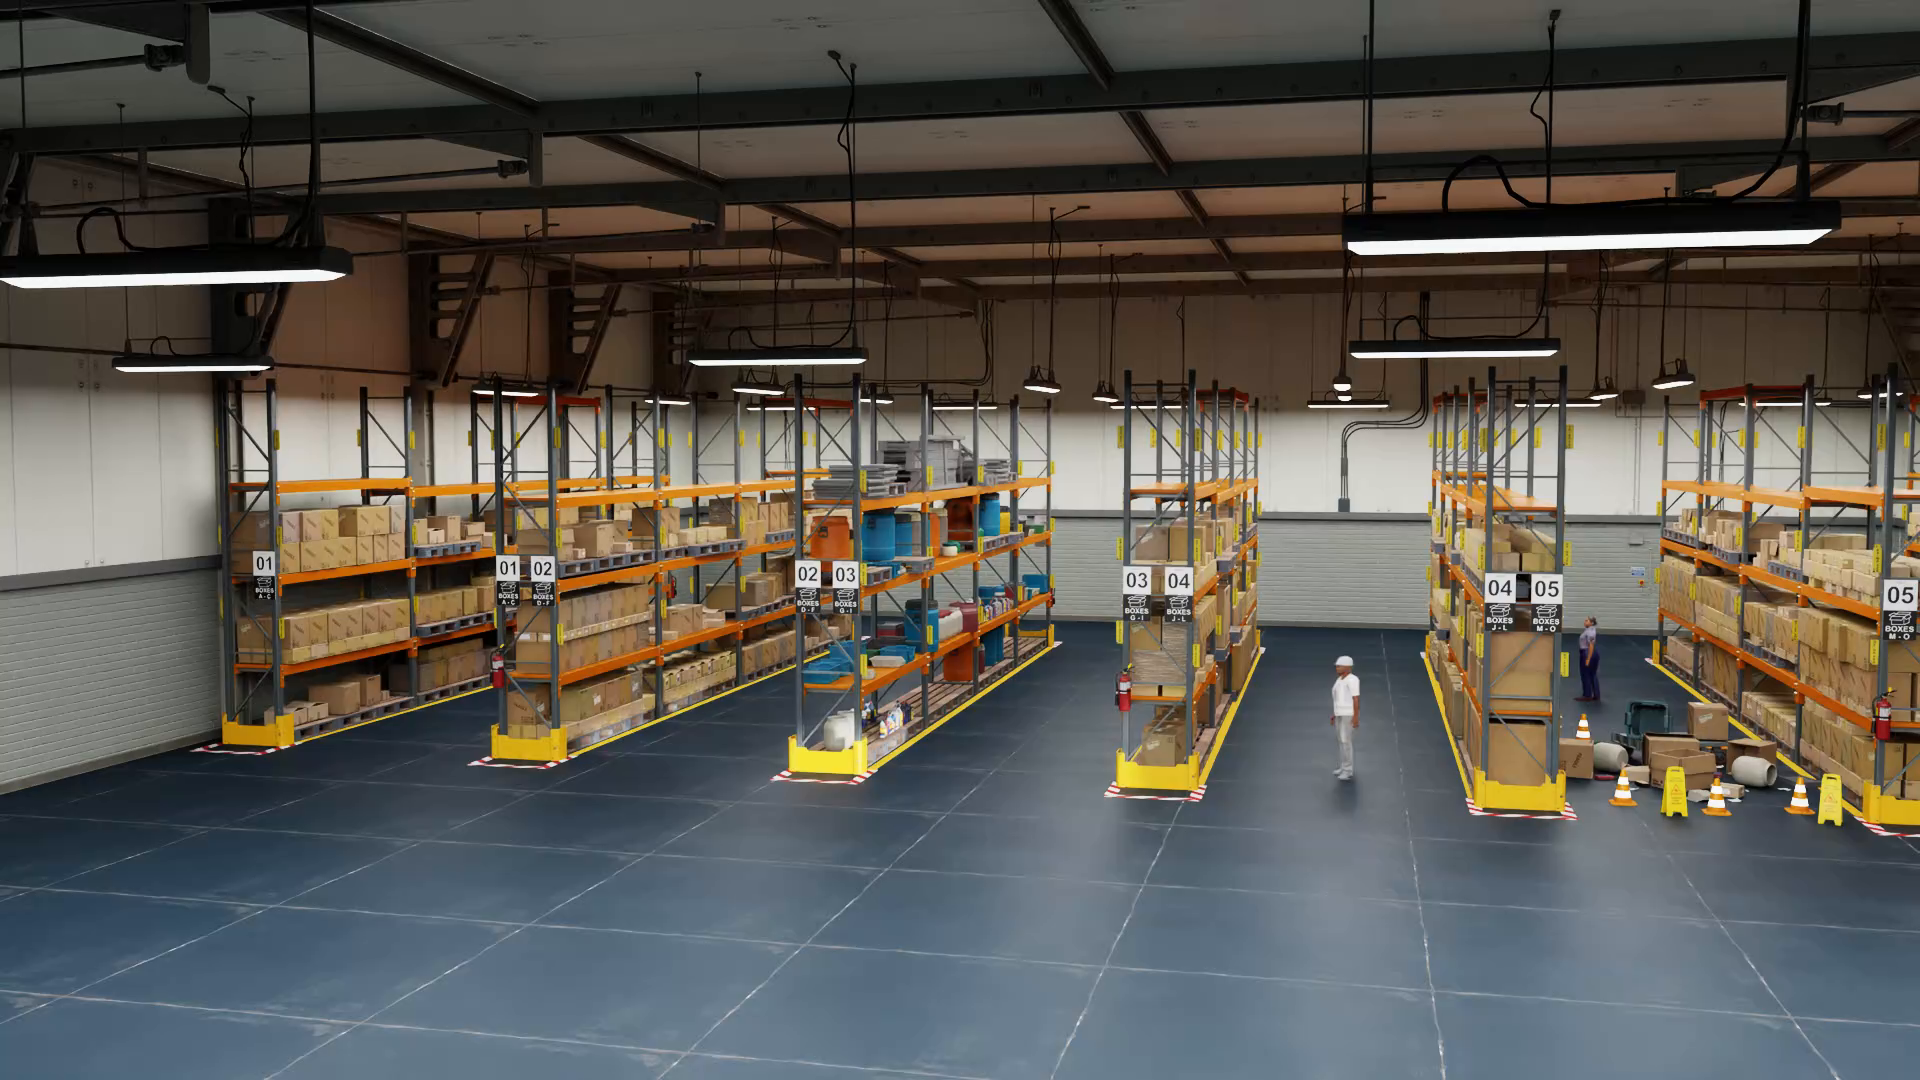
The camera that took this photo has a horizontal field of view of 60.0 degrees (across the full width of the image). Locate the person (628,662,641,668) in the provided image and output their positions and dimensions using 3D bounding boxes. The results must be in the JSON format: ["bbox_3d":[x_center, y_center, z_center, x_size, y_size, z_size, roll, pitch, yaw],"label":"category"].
[{"bbox_3d":[-7.131,1.942,36.417,0.416,1.812,0.560,0,3,5],"label":"person"}]

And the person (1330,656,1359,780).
[{"bbox_3d":[5.723,2.635,24.802,0.416,1.793,0.674,-1,3,-9],"label":"person"}]

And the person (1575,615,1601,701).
[{"bbox_3d":[12.101,2.271,31.976,0.419,1.654,0.517,3,5,43],"label":"person"}]
